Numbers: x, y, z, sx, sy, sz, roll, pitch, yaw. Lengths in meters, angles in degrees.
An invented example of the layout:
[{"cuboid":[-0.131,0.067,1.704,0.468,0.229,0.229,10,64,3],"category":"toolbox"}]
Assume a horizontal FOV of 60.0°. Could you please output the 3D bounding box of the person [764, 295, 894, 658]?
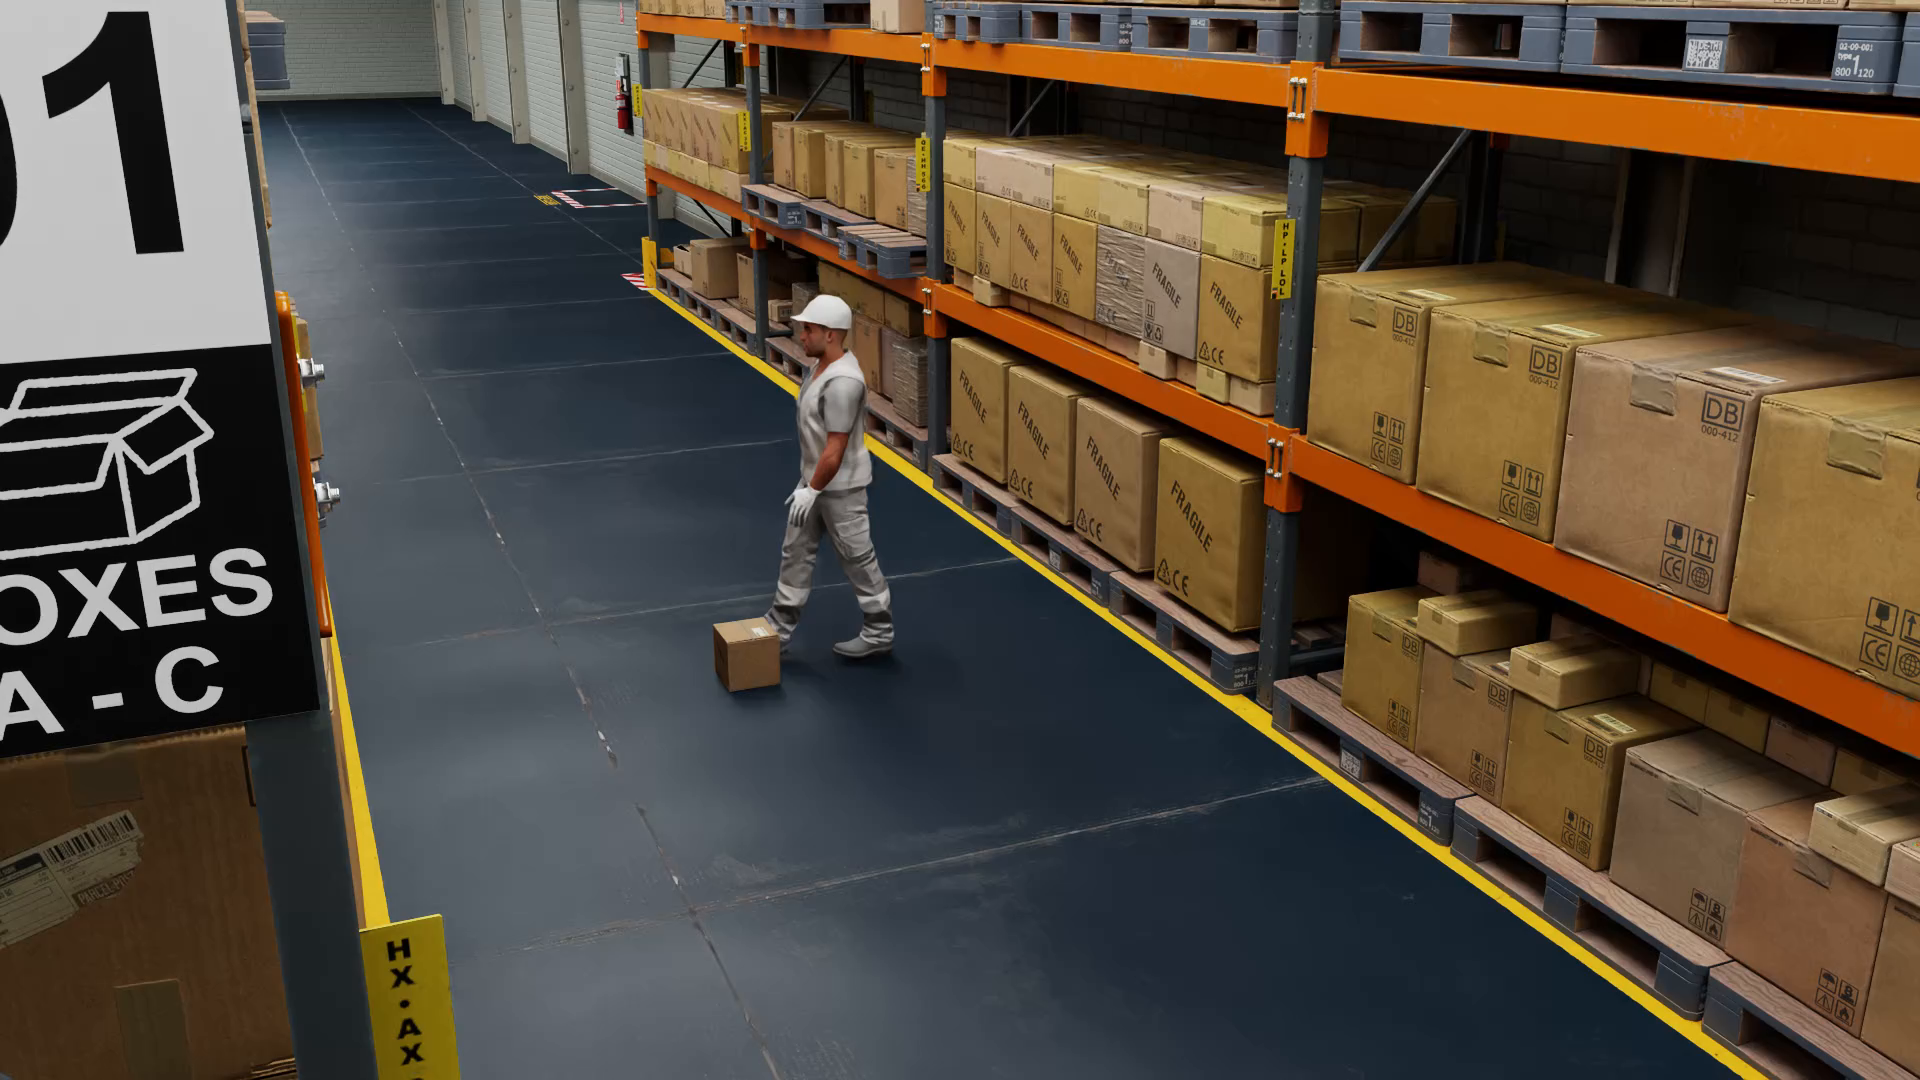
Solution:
[{"cuboid":[-0.695,-0.257,7.720,0.801,1.764,0.588,-6,20,-17],"category":"person"}]
